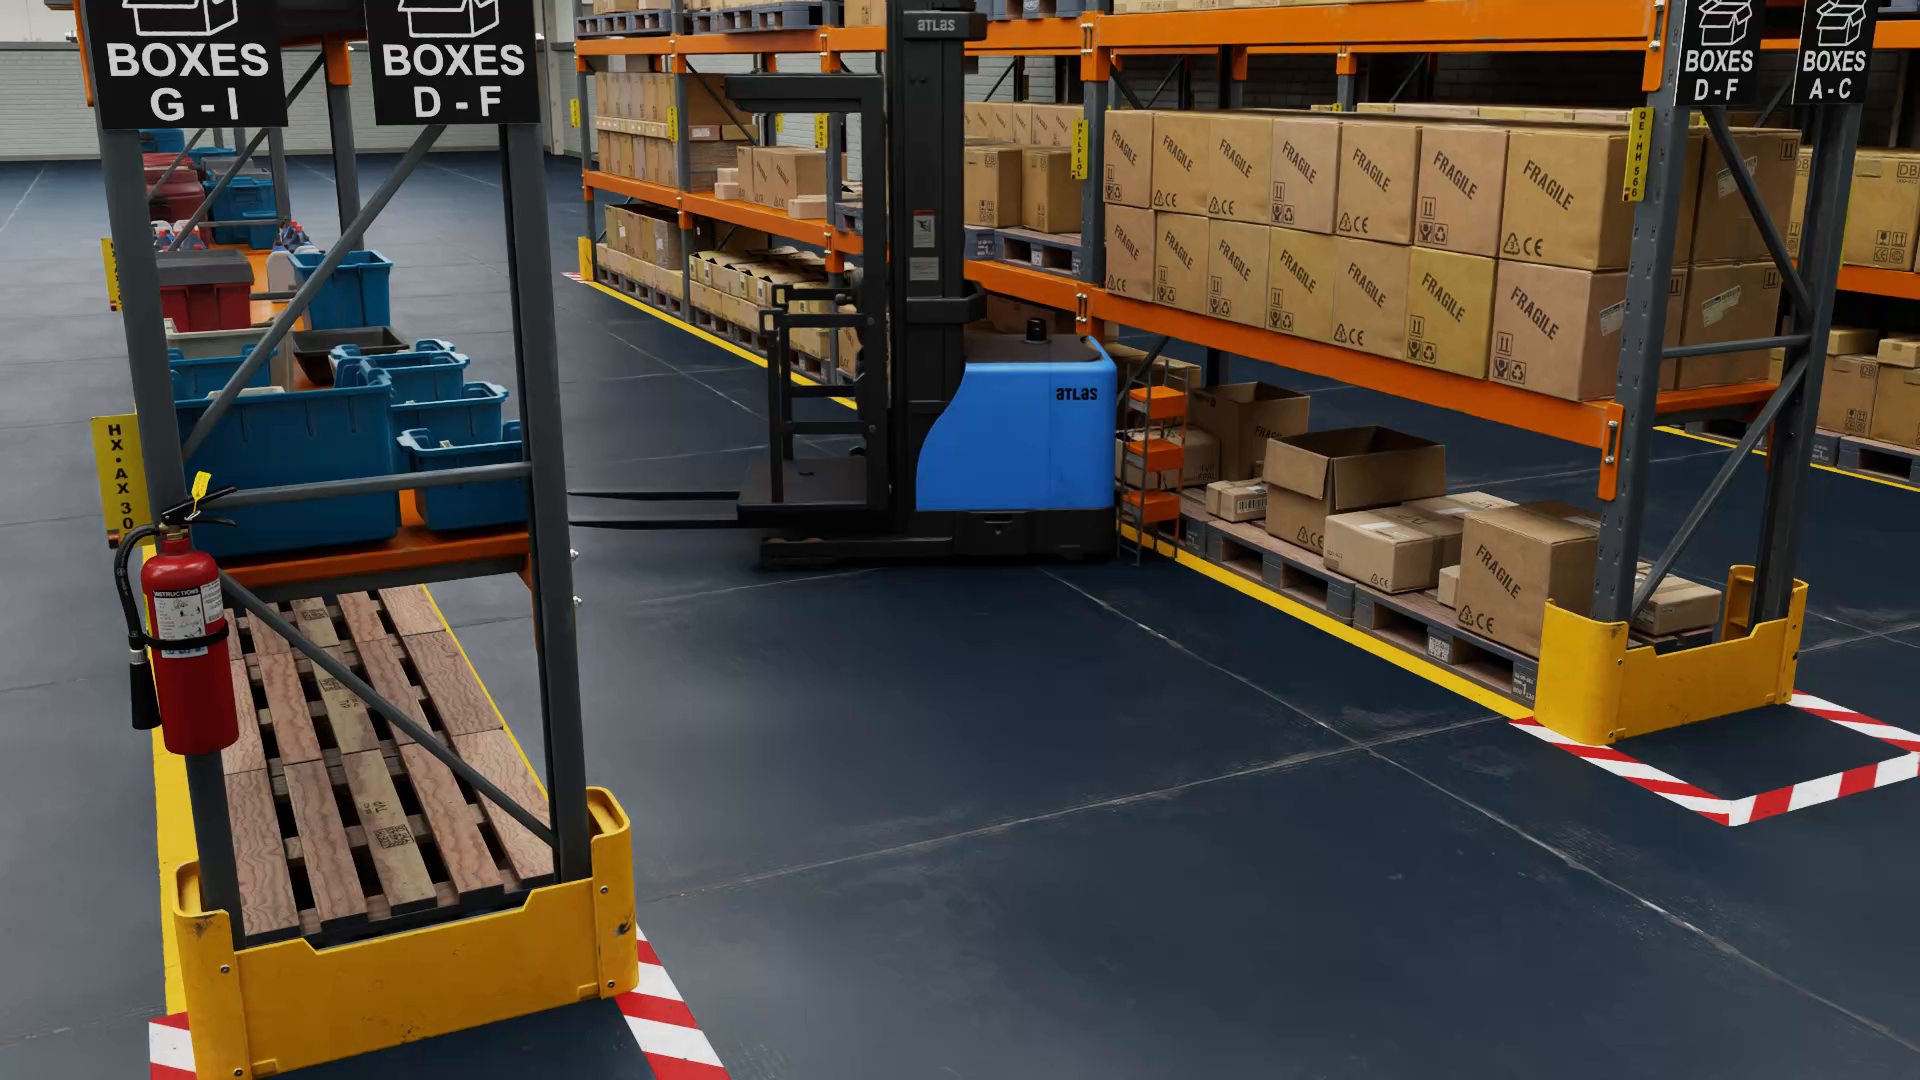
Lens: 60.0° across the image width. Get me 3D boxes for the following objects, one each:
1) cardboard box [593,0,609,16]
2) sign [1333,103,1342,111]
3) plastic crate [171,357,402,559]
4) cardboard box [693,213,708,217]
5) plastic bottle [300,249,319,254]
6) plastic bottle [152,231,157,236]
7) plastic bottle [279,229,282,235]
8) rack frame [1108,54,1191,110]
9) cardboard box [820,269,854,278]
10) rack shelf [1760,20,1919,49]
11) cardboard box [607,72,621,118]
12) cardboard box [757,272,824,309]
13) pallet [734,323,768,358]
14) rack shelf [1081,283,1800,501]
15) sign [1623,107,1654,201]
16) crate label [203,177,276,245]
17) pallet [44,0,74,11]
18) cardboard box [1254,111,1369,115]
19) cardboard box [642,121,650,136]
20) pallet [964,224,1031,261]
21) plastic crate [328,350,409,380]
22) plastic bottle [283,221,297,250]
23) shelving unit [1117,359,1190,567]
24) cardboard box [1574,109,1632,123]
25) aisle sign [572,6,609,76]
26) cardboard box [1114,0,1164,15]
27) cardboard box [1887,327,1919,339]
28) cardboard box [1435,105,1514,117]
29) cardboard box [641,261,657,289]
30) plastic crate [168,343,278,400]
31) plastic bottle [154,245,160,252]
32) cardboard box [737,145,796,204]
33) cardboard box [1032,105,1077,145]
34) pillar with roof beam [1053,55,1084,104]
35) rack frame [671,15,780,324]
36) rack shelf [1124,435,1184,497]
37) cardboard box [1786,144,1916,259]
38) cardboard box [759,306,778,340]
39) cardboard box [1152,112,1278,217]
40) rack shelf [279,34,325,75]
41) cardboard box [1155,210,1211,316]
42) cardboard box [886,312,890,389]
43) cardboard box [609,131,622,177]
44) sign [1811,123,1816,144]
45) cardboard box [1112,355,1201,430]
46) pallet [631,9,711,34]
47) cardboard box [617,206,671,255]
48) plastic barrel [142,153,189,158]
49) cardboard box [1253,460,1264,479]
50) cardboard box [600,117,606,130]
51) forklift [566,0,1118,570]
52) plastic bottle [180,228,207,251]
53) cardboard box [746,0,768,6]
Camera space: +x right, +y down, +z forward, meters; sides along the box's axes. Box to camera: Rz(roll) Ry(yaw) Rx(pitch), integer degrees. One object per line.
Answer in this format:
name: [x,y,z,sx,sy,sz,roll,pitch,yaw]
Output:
cardboard box: [-3.834,-6.314,19.174,0.797,0.503,0.637,-6,17,-21]
sign: [3.390,-3.763,14.969,0.100,0.325,0.005,-8,18,-25]
plastic crate: [-1.841,-0.238,4.468,0.616,0.435,0.499,-8,18,-25]
cardboard box: [-2.690,-3.346,18.336,0.500,0.500,0.500,-8,18,-25]
plastic bottle: [-3.545,-1.454,9.104,0.152,0.276,0.135,-8,18,-25]
plastic bottle: [-4.811,-1.702,9.955,0.061,0.283,0.133,-8,18,-25]
plastic bottle: [-4.437,-1.940,10.933,0.097,0.201,0.097,0,16,0]
rack frame: [2.122,-4.304,18.811,1.000,3.000,0.127,-8,18,-25]
cardboard box: [-1.002,-2.284,14.978,0.500,0.311,0.500,-8,18,-26]
rack shelf: [6.503,-2.920,9.856,1.077,0.370,4.000,-8,18,-25]
cardboard box: [-3.630,-5.108,19.079,0.700,0.500,0.500,-8,18,-26]
cardboard box: [-1.480,-2.216,14.742,0.500,0.311,0.500,-8,18,-25]
pallet: [-1.433,-1.883,15.431,1.003,0.211,1.213,-8,18,-25]
rack shelf: [2.051,-0.879,8.180,1.077,0.370,4.000,-8,18,-25]
sign: [2.420,-1.375,5.933,0.100,0.325,0.005,-8,18,-25]
crate label: [-5.224,-2.411,12.150,0.502,0.435,0.616,-8,18,-25]
pallet: [-3.710,-2.657,7.975,1.213,0.211,1.003,-8,18,-25]
cardboard box: [1.856,-2.029,8.888,0.500,0.500,0.500,-8,18,-26]
cardboard box: [-3.196,-4.421,17.861,0.380,0.149,0.250,-7,17,-23]
pallet: [0.279,-2.139,11.614,1.003,0.211,1.213,-8,18,-25]
plastic crate: [-2.246,-0.630,6.377,0.293,0.136,0.466,-8,18,-25]
plastic bottle: [-3.938,-1.715,9.877,0.144,0.351,0.185,-8,18,-25]
shelving unit: [1.010,-0.400,8.720,0.252,1.050,0.215,-9,22,-29]
cardboard box: [4.977,-3.094,12.479,0.500,0.250,0.500,-7,18,-24]
aisle sign: [-4.386,-5.925,19.747,0.394,0.787,0.004,-8,18,-25]
cardboard box: [1.166,-2.940,8.892,0.500,0.250,0.500,-8,18,-25]
cardboard box: [6.326,-1.299,10.934,0.380,0.149,0.250,-8,18,-27]
cardboard box: [4.300,-3.473,13.798,0.500,0.250,0.500,-8,18,-25]
cardboard box: [-3.172,-2.921,18.214,0.500,0.250,0.500,-8,18,-25]
plastic crate: [-2.657,-0.558,5.952,0.416,0.233,0.300,-8,18,-25]
plastic bottle: [-4.426,-1.484,9.196,0.061,0.283,0.133,-8,18,-25]
cardboard box: [-1.777,-3.430,15.582,0.500,0.500,0.500,-6,17,-21]
cardboard box: [1.202,-4.931,19.872,0.500,0.500,0.500,-8,18,-26]
pillar with roof beam: [-2.416,-7.590,19.386,9.100,9.000,0.400,-8,18,-25]
rack frame: [-2.330,-3.704,16.722,1.000,3.000,0.127,-8,18,-25]
rack shelf: [1.010,-0.390,8.723,0.240,0.259,0.215,-9,22,-29]
cardboard box: [5.849,-2.328,11.381,0.980,0.700,0.700,-7,18,-24]
cardboard box: [-1.474,-1.946,14.818,0.500,0.250,0.500,-7,18,-24]
cardboard box: [1.355,-1.971,8.686,0.500,0.500,0.500,-8,18,-27]
rack shelf: [-4.155,-2.715,9.140,1.077,0.370,4.000,-8,18,-25]
cardboard box: [1.381,-1.483,8.799,0.500,0.500,0.500,-7,18,-24]
cardboard box: [-0.400,-1.446,12.586,0.500,0.500,0.500,-8,18,-27]
cardboard box: [-3.655,-4.497,19.304,0.700,0.500,0.500,-7,17,-23]
sign: [6.125,-2.842,12.003,0.100,0.325,0.005,-8,18,-25]
cardboard box: [1.182,-0.880,10.614,0.500,0.500,0.500,-9,18,-27]
pallet: [-2.727,-5.312,17.046,1.003,0.211,1.213,-8,18,-25]
cardboard box: [-3.596,-3.531,18.981,0.500,0.500,0.500,-8,18,-25]
plastic barrel: [-6.562,-2.908,13.701,0.433,0.535,0.433,0,16,0]
cardboard box: [1.898,-0.369,9.470,0.380,0.149,0.250,-8,18,-25]
cardboard box: [-3.986,-4.868,19.418,0.380,0.149,0.250,-8,18,-26]
forklift: [-0.705,-1.400,8.816,3.031,2.935,1.130,-1,16,-2]
plastic bottle: [-4.381,-1.613,9.522,0.144,0.351,0.185,-8,18,-25]
cardboard box: [-1.547,-4.795,14.593,0.500,0.250,0.500,-9,18,-30]
